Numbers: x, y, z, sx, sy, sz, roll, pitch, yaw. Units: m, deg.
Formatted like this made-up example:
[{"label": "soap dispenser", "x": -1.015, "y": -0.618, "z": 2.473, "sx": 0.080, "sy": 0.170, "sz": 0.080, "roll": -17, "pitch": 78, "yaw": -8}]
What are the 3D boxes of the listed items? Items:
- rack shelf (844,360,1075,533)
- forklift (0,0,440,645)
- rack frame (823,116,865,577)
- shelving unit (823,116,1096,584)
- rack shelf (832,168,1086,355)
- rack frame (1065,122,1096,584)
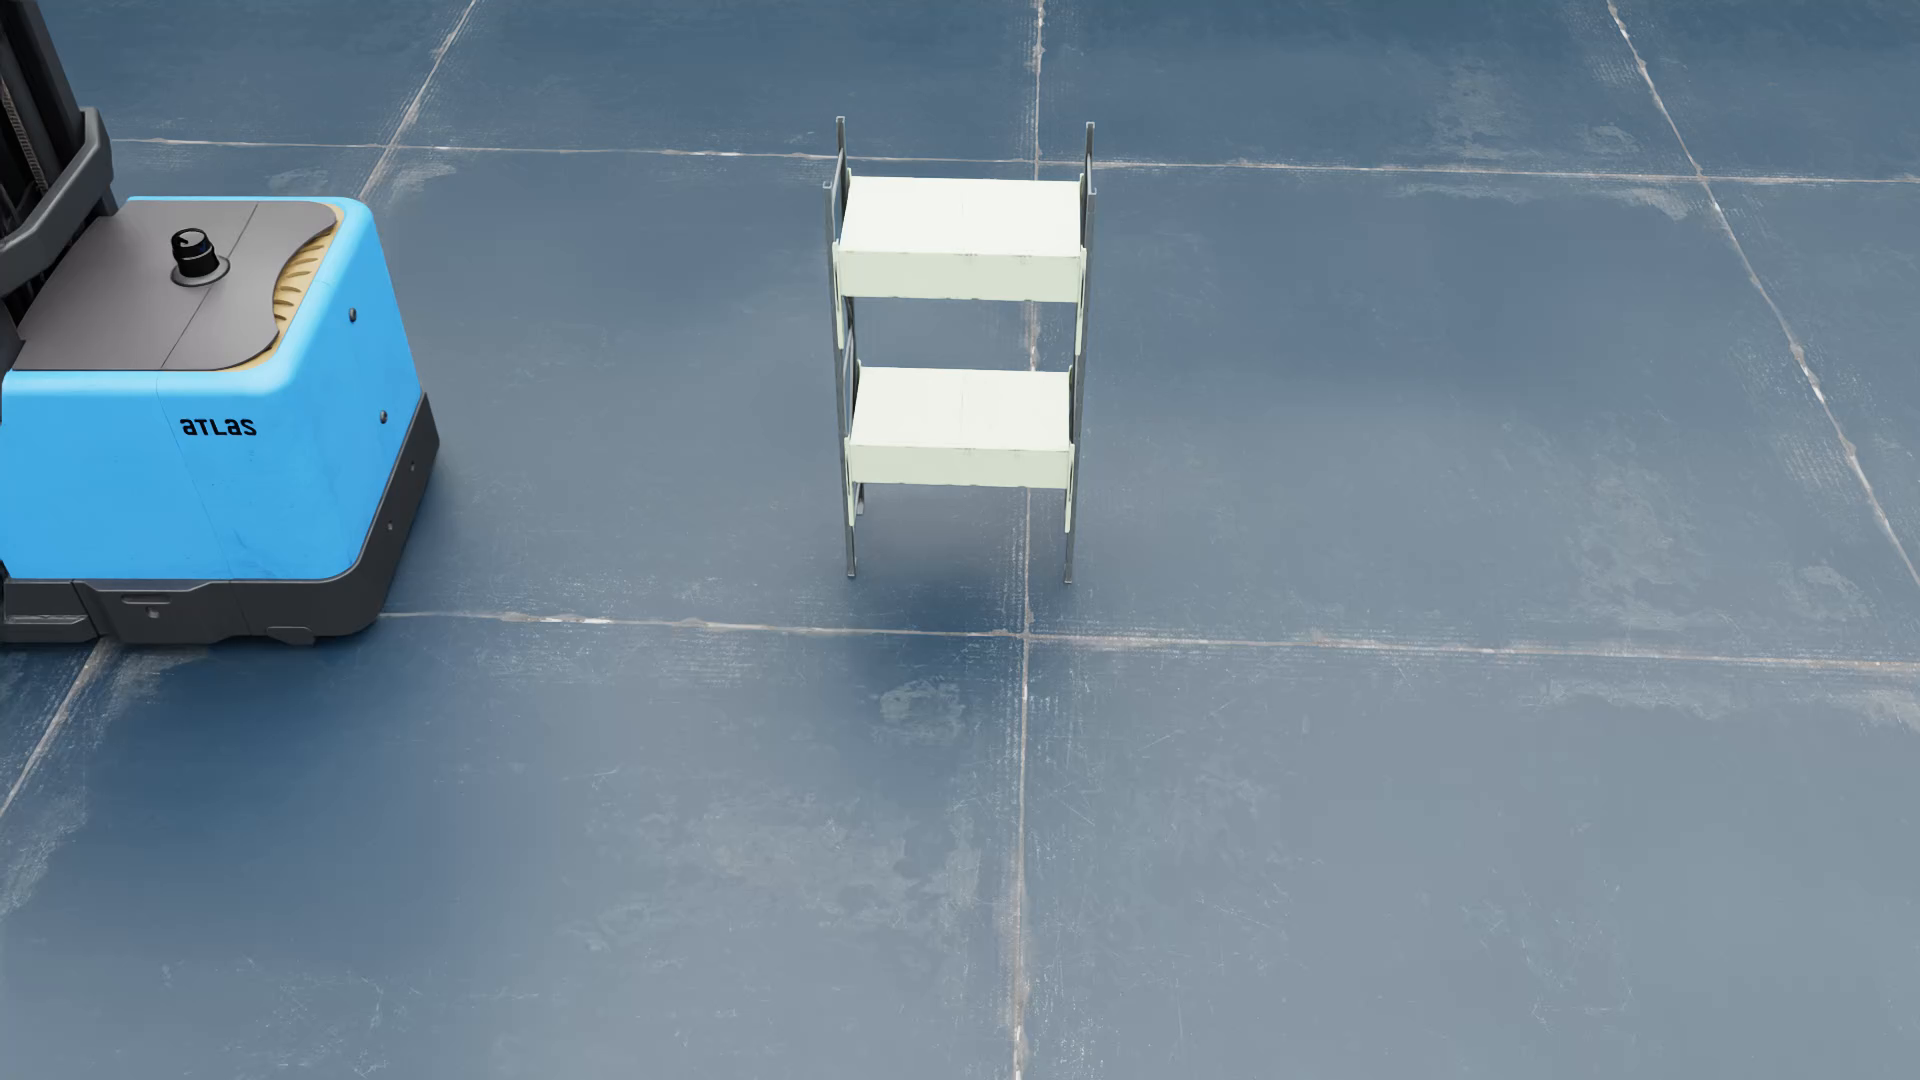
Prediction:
[{"label": "rack shelf", "x": 0.007, "y": -0.310, "z": 5.461, "sx": 0.720, "sy": 0.370, "sz": 0.431, "roll": 2, "pitch": 43, "yaw": 2}, {"label": "forklift", "x": -3.397, "y": -1.075, "z": 4.753, "sx": 3.031, "sy": 2.935, "sz": 1.130, "roll": 0, "pitch": 43, "yaw": 0}, {"label": "rack frame", "x": -0.359, "y": -0.560, "z": 5.251, "sx": 0.023, "sy": 1.500, "sz": 0.400, "roll": 2, "pitch": 43, "yaw": 2}, {"label": "shelving unit", "x": 0.007, "y": -0.549, "z": 5.239, "sx": 0.755, "sy": 1.500, "sz": 0.431, "roll": 2, "pitch": 43, "yaw": 2}, {"label": "rack shelf", "x": 0.007, "y": -0.834, "z": 4.973, "sx": 0.720, "sy": 0.370, "sz": 0.431, "roll": 2, "pitch": 43, "yaw": 2}, {"label": "rack frame", "x": 0.372, "y": -0.537, "z": 5.227, "sx": 0.023, "sy": 1.500, "sz": 0.400, "roll": 2, "pitch": 43, "yaw": 2}]
